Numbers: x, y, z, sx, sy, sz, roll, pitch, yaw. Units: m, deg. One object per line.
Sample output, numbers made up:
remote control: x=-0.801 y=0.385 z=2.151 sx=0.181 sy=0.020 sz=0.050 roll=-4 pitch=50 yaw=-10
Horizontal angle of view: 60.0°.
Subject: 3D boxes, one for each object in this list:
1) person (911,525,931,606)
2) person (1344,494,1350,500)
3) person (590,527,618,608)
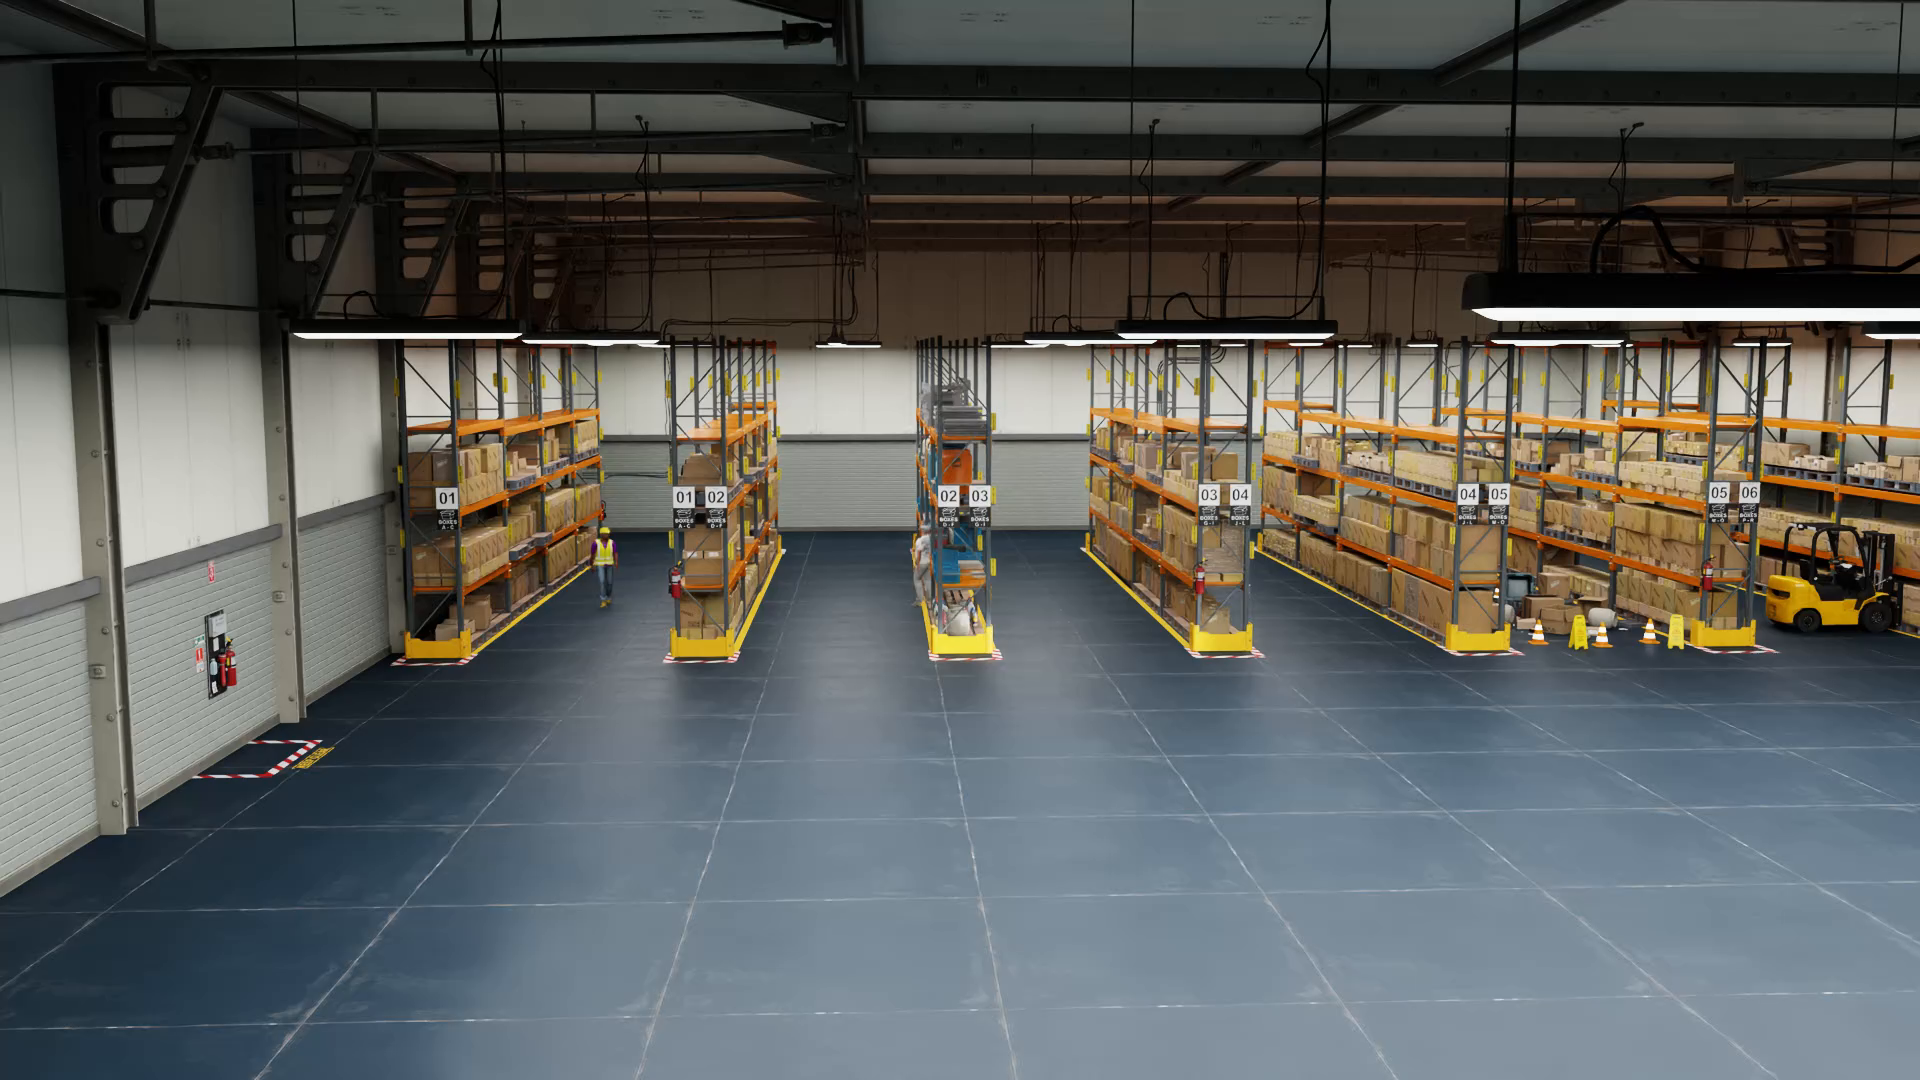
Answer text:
person: x=-0.746 y=0.585 z=36.848 sx=0.587 sy=1.807 sz=0.557 roll=-4 pitch=8 yaw=-34
person: x=10.789 y=-0.392 z=46.112 sx=0.577 sy=1.786 sz=0.534 roll=0 pitch=6 yaw=-2
person: x=-7.983 y=0.609 z=37.532 sx=0.599 sy=1.761 sz=0.782 roll=-3 pitch=7 yaw=-26
